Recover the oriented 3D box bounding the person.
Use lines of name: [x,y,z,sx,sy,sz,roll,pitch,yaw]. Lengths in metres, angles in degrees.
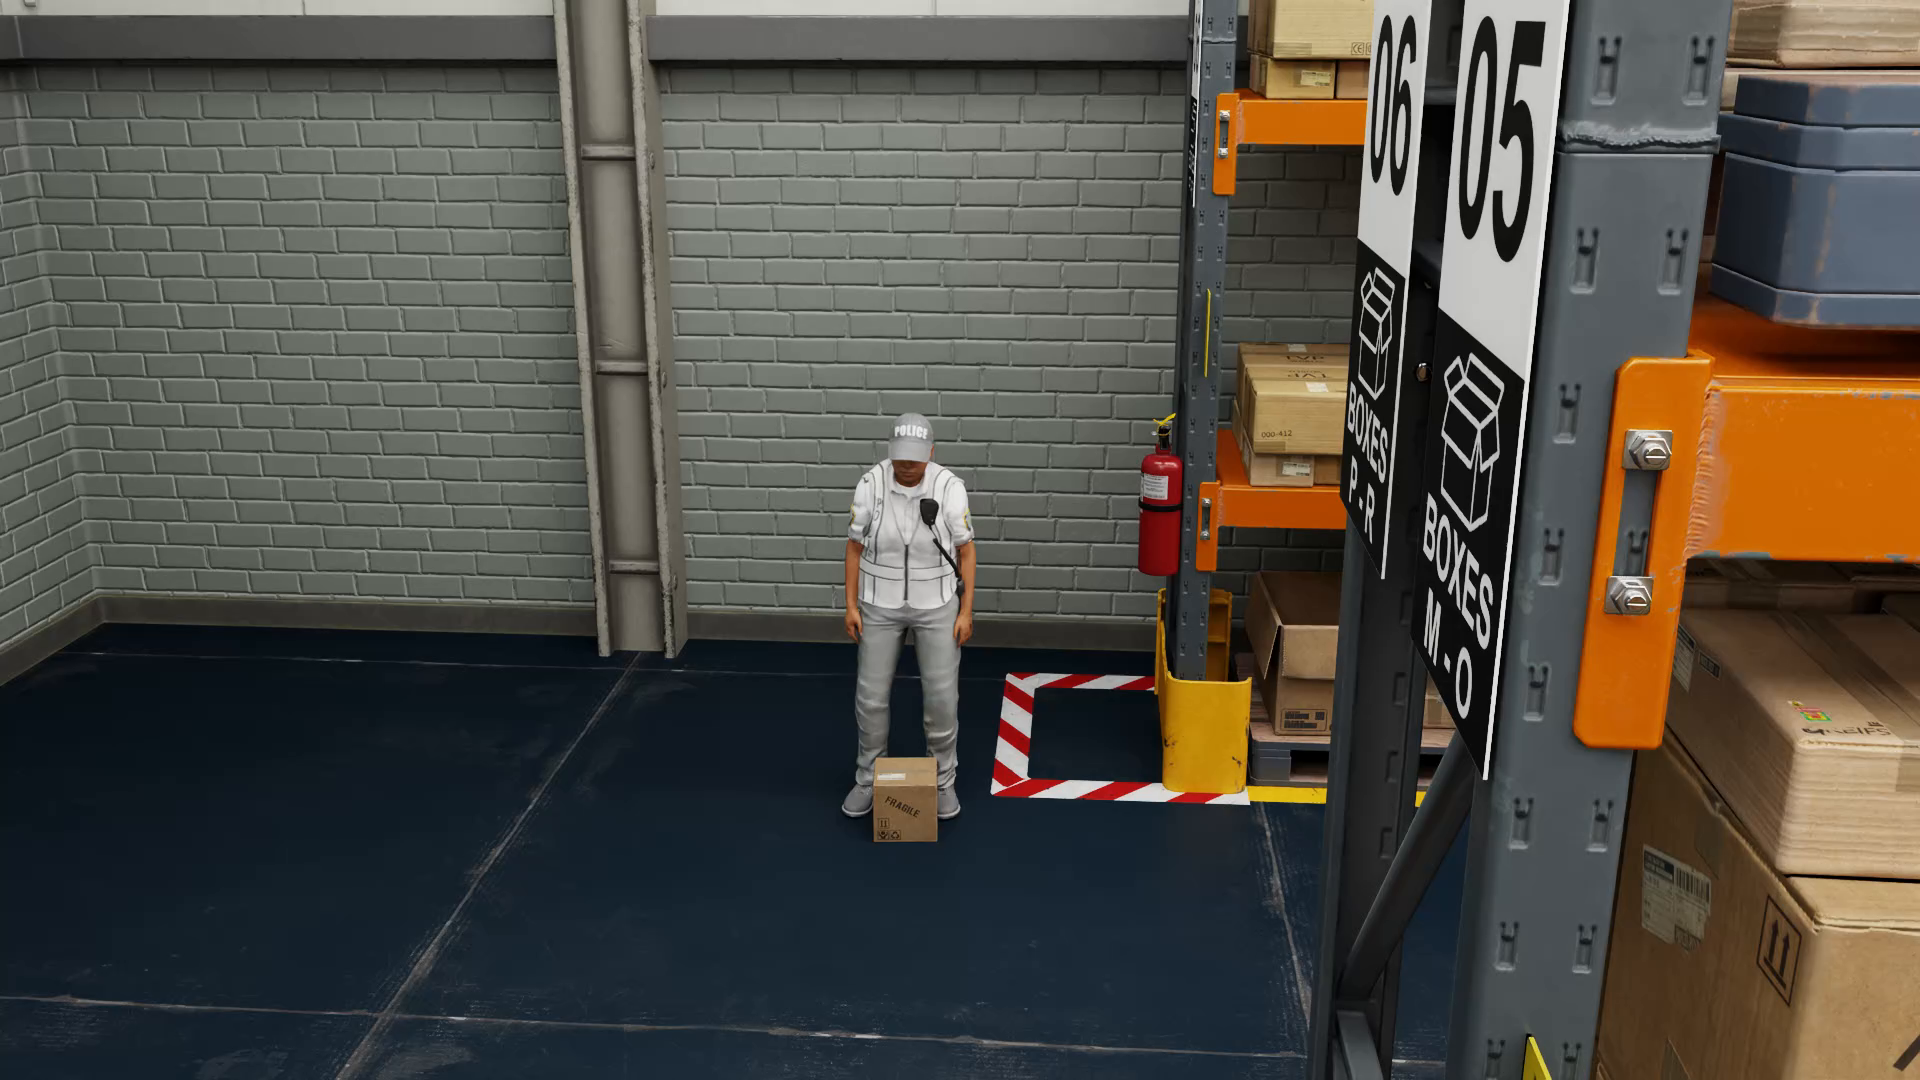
person: [-0.208,0.292,6.622,0.537,1.665,0.470,1,18,4]
